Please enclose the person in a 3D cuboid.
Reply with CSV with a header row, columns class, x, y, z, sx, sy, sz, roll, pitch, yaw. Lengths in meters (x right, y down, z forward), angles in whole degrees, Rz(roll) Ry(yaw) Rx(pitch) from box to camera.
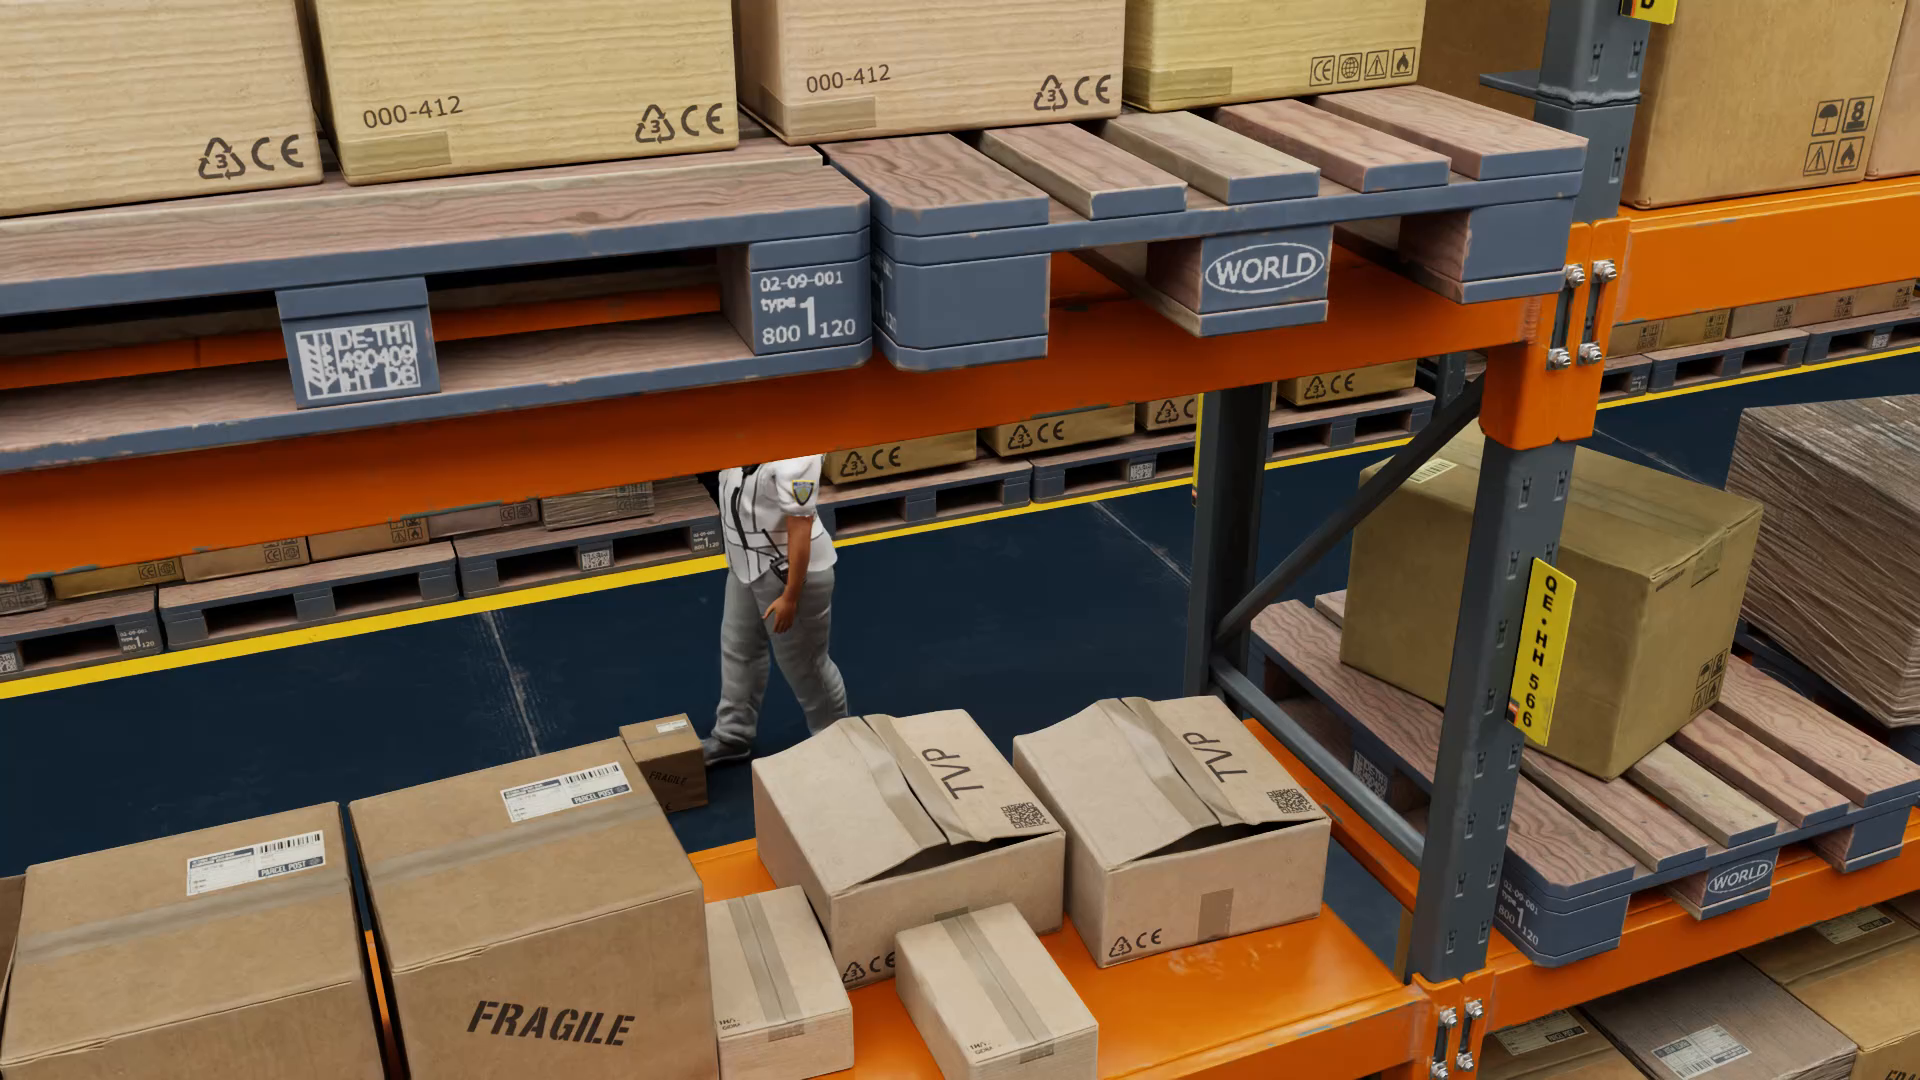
class,x,y,z,sx,sy,sz,roll,pitch,yaw
person,-0.722,0.124,5.864,0.640,1.662,0.484,-11,28,-21
